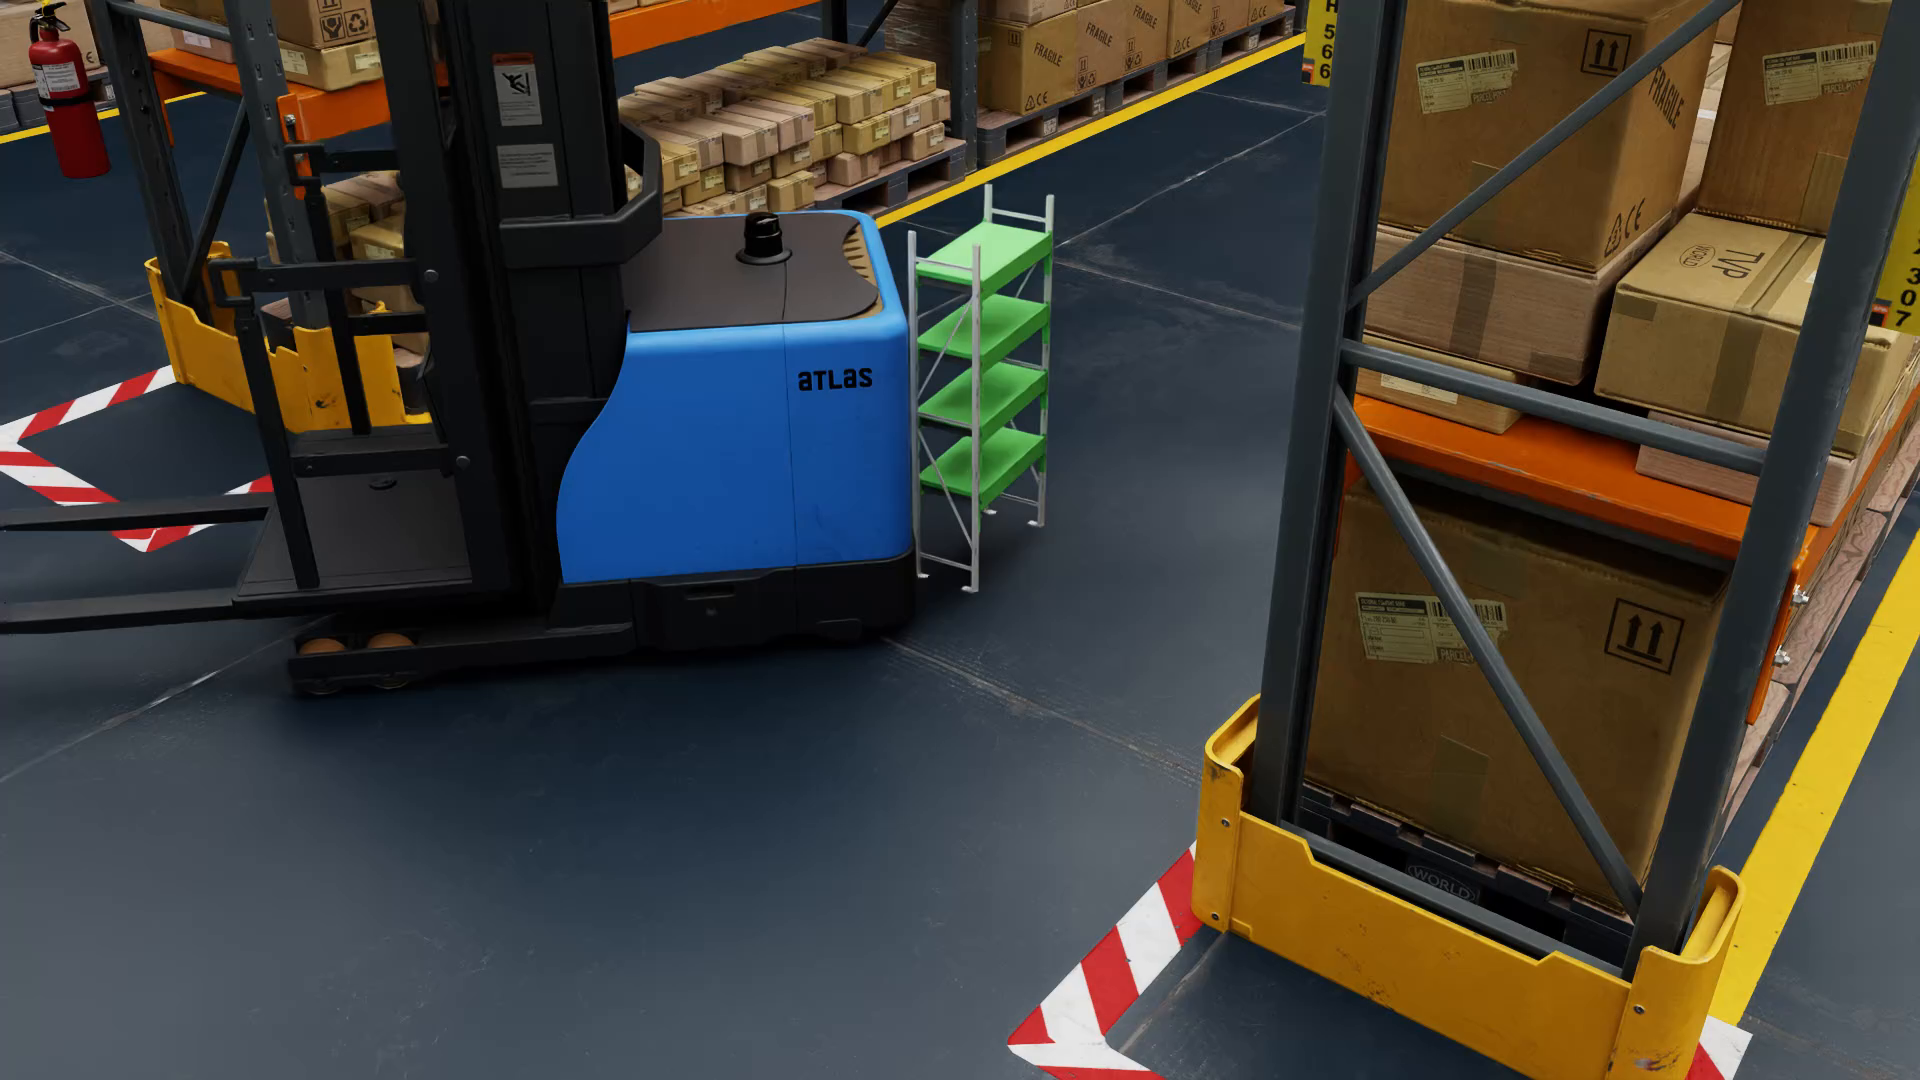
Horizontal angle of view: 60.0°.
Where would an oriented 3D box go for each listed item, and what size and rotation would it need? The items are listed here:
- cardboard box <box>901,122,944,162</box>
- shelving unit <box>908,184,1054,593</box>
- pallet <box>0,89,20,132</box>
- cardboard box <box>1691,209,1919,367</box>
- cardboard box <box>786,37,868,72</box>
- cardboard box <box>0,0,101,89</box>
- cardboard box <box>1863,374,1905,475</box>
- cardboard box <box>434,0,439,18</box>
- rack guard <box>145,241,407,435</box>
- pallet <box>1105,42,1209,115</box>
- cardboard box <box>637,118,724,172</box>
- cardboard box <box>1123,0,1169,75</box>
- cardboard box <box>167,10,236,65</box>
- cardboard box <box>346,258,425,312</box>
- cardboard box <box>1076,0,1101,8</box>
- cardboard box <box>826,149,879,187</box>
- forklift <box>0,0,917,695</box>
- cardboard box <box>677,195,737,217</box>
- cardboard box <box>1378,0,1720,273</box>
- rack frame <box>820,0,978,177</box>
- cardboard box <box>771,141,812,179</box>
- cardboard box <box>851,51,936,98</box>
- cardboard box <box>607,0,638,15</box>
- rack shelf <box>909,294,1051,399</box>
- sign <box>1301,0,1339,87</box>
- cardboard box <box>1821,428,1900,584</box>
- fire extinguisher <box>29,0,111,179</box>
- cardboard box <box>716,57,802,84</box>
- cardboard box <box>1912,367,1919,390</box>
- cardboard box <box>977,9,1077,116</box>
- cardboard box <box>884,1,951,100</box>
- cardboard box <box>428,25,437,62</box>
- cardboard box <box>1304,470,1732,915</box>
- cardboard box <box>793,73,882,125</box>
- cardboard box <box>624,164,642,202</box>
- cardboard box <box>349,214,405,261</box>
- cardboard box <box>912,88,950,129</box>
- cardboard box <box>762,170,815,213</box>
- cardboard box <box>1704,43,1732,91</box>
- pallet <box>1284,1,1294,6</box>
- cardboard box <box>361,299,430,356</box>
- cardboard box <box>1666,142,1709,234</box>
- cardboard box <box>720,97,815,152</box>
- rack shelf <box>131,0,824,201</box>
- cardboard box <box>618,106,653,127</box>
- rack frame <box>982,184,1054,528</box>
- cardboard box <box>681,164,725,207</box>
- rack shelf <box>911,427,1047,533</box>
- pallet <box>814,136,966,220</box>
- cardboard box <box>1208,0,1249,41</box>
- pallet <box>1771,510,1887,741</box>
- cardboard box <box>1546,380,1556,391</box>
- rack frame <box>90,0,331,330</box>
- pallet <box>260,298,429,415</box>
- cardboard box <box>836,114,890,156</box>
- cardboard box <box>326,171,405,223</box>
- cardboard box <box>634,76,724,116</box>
[{"bbox_3d":[-0.306,-2.140,8.803,0.380,0.149,0.250,22,37,32],"label":"cardboard box"},{"bbox_3d":[0.070,-0.483,5.388,0.258,1.200,0.503,16,34,24],"label":"shelving unit"},{"bbox_3d":[-6.342,-2.456,9.687,1.003,0.211,1.213,21,37,31],"label":"pallet"},{"bbox_3d":[1.952,-0.646,3.753,0.500,0.250,0.500,21,36,31],"label":"cardboard box"},{"bbox_3d":[-0.714,-2.584,8.969,0.380,0.149,0.250,23,38,33],"label":"cardboard box"},{"bbox_3d":[-5.898,-3.059,10.070,0.875,0.438,0.875,22,37,33],"label":"cardboard box"},{"bbox_3d":[1.769,-0.296,3.554,0.380,0.149,0.250,21,36,31],"label":"cardboard box"},{"bbox_3d":[-1.961,-2.318,6.330,0.500,0.500,0.500,21,37,31],"label":"cardboard box"},{"bbox_3d":[-2.709,-0.780,6.576,1.175,0.500,0.348,21,37,31],"label":"rack guard"},{"bbox_3d":[0.864,-3.066,10.716,1.003,0.211,1.213,21,37,31],"label":"pallet"},{"bbox_3d":[-1.314,-1.816,7.672,0.380,0.149,0.250,21,37,31],"label":"cardboard box"},{"bbox_3d":[0.941,-3.207,10.259,0.500,0.500,0.500,22,37,32],"label":"cardboard box"},{"bbox_3d":[-2.784,-1.936,6.321,0.380,0.149,0.250,21,37,31],"label":"cardboard box"},{"bbox_3d":[-2.234,-1.040,6.656,0.380,0.149,0.250,23,38,33],"label":"cardboard box"},{"bbox_3d":[0.636,-3.314,9.705,0.500,0.250,0.500,22,37,33],"label":"cardboard box"},{"bbox_3d":[-0.637,-1.933,8.454,0.380,0.149,0.250,20,36,30],"label":"cardboard box"},{"bbox_3d":[-1.697,-1.087,4.710,3.031,2.935,1.130,-4,31,-7],"label":"forklift"},{"bbox_3d":[-1.260,-1.526,7.767,0.380,0.149,0.250,21,37,31],"label":"cardboard box"},{"bbox_3d":[1.223,-0.922,3.483,0.500,0.500,0.500,22,37,32],"label":"cardboard box"},{"bbox_3d":[-0.340,-3.450,8.630,1.000,3.000,0.127,21,37,31],"label":"rack frame"},{"bbox_3d":[-0.946,-1.897,8.101,0.380,0.149,0.250,22,37,32],"label":"cardboard box"},{"bbox_3d":[-0.348,-2.436,8.718,0.380,0.149,0.250,22,37,33],"label":"cardboard box"},{"bbox_3d":[-1.570,-2.298,6.932,0.380,0.149,0.250,20,36,30],"label":"cardboard box"},{"bbox_3d":[0.070,-0.634,5.298,0.258,0.148,0.480,16,34,24],"label":"rack shelf"},{"bbox_3d":[0.714,-1.029,3.177,0.100,0.325,0.005,21,37,31],"label":"sign"},{"bbox_3d":[2.547,-0.540,5.391,0.875,0.875,0.875,21,37,31],"label":"cardboard box"},{"bbox_3d":[-3.275,-1.670,6.068,0.296,0.674,0.183,21,37,31],"label":"fire extinguisher"},{"bbox_3d":[-1.040,-2.372,8.612,0.380,0.149,0.250,21,36,31],"label":"cardboard box"},{"bbox_3d":[2.080,-0.507,3.909,0.380,0.149,0.250,20,36,31],"label":"cardboard box"},{"bbox_3d":[0.317,-2.774,9.529,0.500,0.500,0.500,23,37,33],"label":"cardboard box"},{"bbox_3d":[-0.095,-2.934,9.798,0.500,0.500,0.500,20,36,30],"label":"cardboard box"},{"bbox_3d":[-2.177,-1.863,6.198,0.380,0.149,0.250,23,37,33],"label":"cardboard box"},{"bbox_3d":[1.461,0.192,4.156,0.875,0.875,0.875,21,37,31],"label":"cardboard box"},{"bbox_3d":[-0.615,-2.216,8.348,0.380,0.149,0.250,21,36,31],"label":"cardboard box"},{"bbox_3d":[-1.584,-1.591,7.293,0.380,0.149,0.250,23,37,33],"label":"cardboard box"},{"bbox_3d":[-2.168,-1.143,6.537,0.380,0.149,0.250,19,36,29],"label":"cardboard box"},{"bbox_3d":[-0.277,-2.307,8.792,0.380,0.149,0.250,22,37,32],"label":"cardboard box"},{"bbox_3d":[-0.930,-1.719,8.094,0.380,0.149,0.250,21,37,31],"label":"cardboard box"},{"bbox_3d":[2.144,-1.225,4.730,0.500,0.250,0.500,21,37,31],"label":"cardboard box"},{"bbox_3d":[2.610,-4.174,12.586,1.003,0.211,1.213,21,37,31],"label":"pallet"},{"bbox_3d":[-2.184,-0.893,6.699,0.380,0.149,0.250,22,37,32],"label":"cardboard box"},{"bbox_3d":[1.526,-0.805,4.021,0.500,0.250,0.500,20,36,30],"label":"cardboard box"},{"bbox_3d":[-0.924,-1.996,7.977,0.380,0.149,0.250,19,36,29],"label":"cardboard box"},{"bbox_3d":[-1.548,-2.328,7.441,1.077,0.370,4.000,21,37,31],"label":"rack shelf"},{"bbox_3d":[-1.677,-1.957,7.910,0.380,0.149,0.250,21,37,32],"label":"cardboard box"},{"bbox_3d":[0.187,-0.592,5.572,0.240,1.200,0.015,16,34,24],"label":"rack frame"},{"bbox_3d":[-1.319,-1.699,7.767,0.380,0.149,0.250,23,38,33],"label":"cardboard box"},{"bbox_3d":[0.070,-0.221,5.543,0.258,0.148,0.480,16,34,24],"label":"rack shelf"},{"bbox_3d":[-0.718,-1.967,8.862,1.003,0.211,1.213,21,37,31],"label":"pallet"},{"bbox_3d":[1.569,-3.624,10.962,0.500,0.500,0.500,23,38,33],"label":"cardboard box"},{"bbox_3d":[2.296,0.100,5.374,1.003,0.211,1.213,21,37,31],"label":"pallet"},{"bbox_3d":[1.246,-0.501,3.900,0.380,0.149,0.250,22,37,32],"label":"cardboard box"},{"bbox_3d":[-2.755,-1.824,5.886,1.000,3.000,0.127,21,37,31],"label":"rack frame"},{"bbox_3d":[-2.191,-0.975,7.188,1.003,0.211,1.213,21,37,31],"label":"pallet"},{"bbox_3d":[-0.578,-2.078,8.407,0.380,0.149,0.250,20,36,30],"label":"cardboard box"},{"bbox_3d":[-2.440,-1.412,6.991,0.380,0.149,0.250,22,37,32],"label":"cardboard box"},{"bbox_3d":[-1.398,-2.181,8.289,0.380,0.149,0.250,22,37,32],"label":"cardboard box"}]
